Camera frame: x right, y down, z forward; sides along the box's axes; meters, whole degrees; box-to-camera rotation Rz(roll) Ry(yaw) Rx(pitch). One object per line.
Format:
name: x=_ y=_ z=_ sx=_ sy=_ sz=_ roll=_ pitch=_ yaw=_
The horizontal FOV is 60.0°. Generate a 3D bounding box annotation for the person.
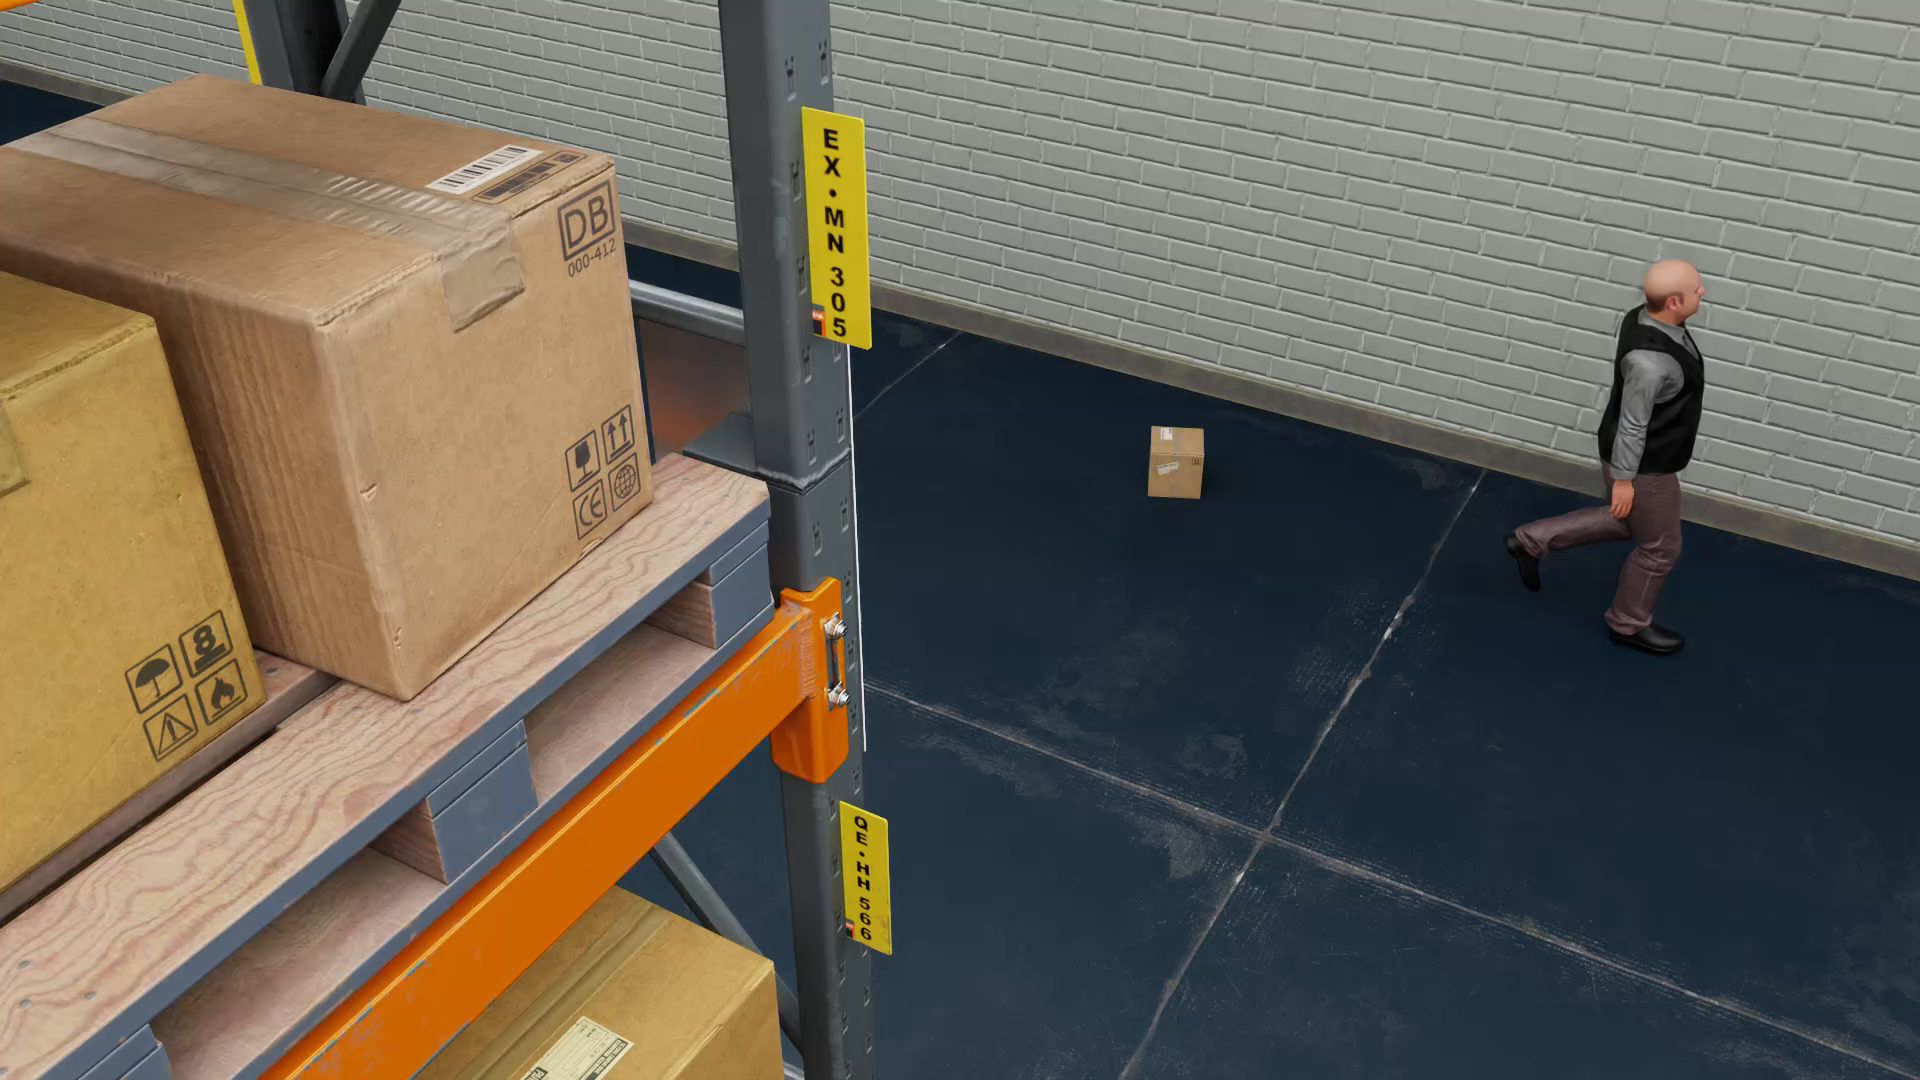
person: x=2.685 y=-0.347 z=6.671 sx=0.784 sy=1.697 sz=0.543 roll=10 pitch=35 yaw=15
